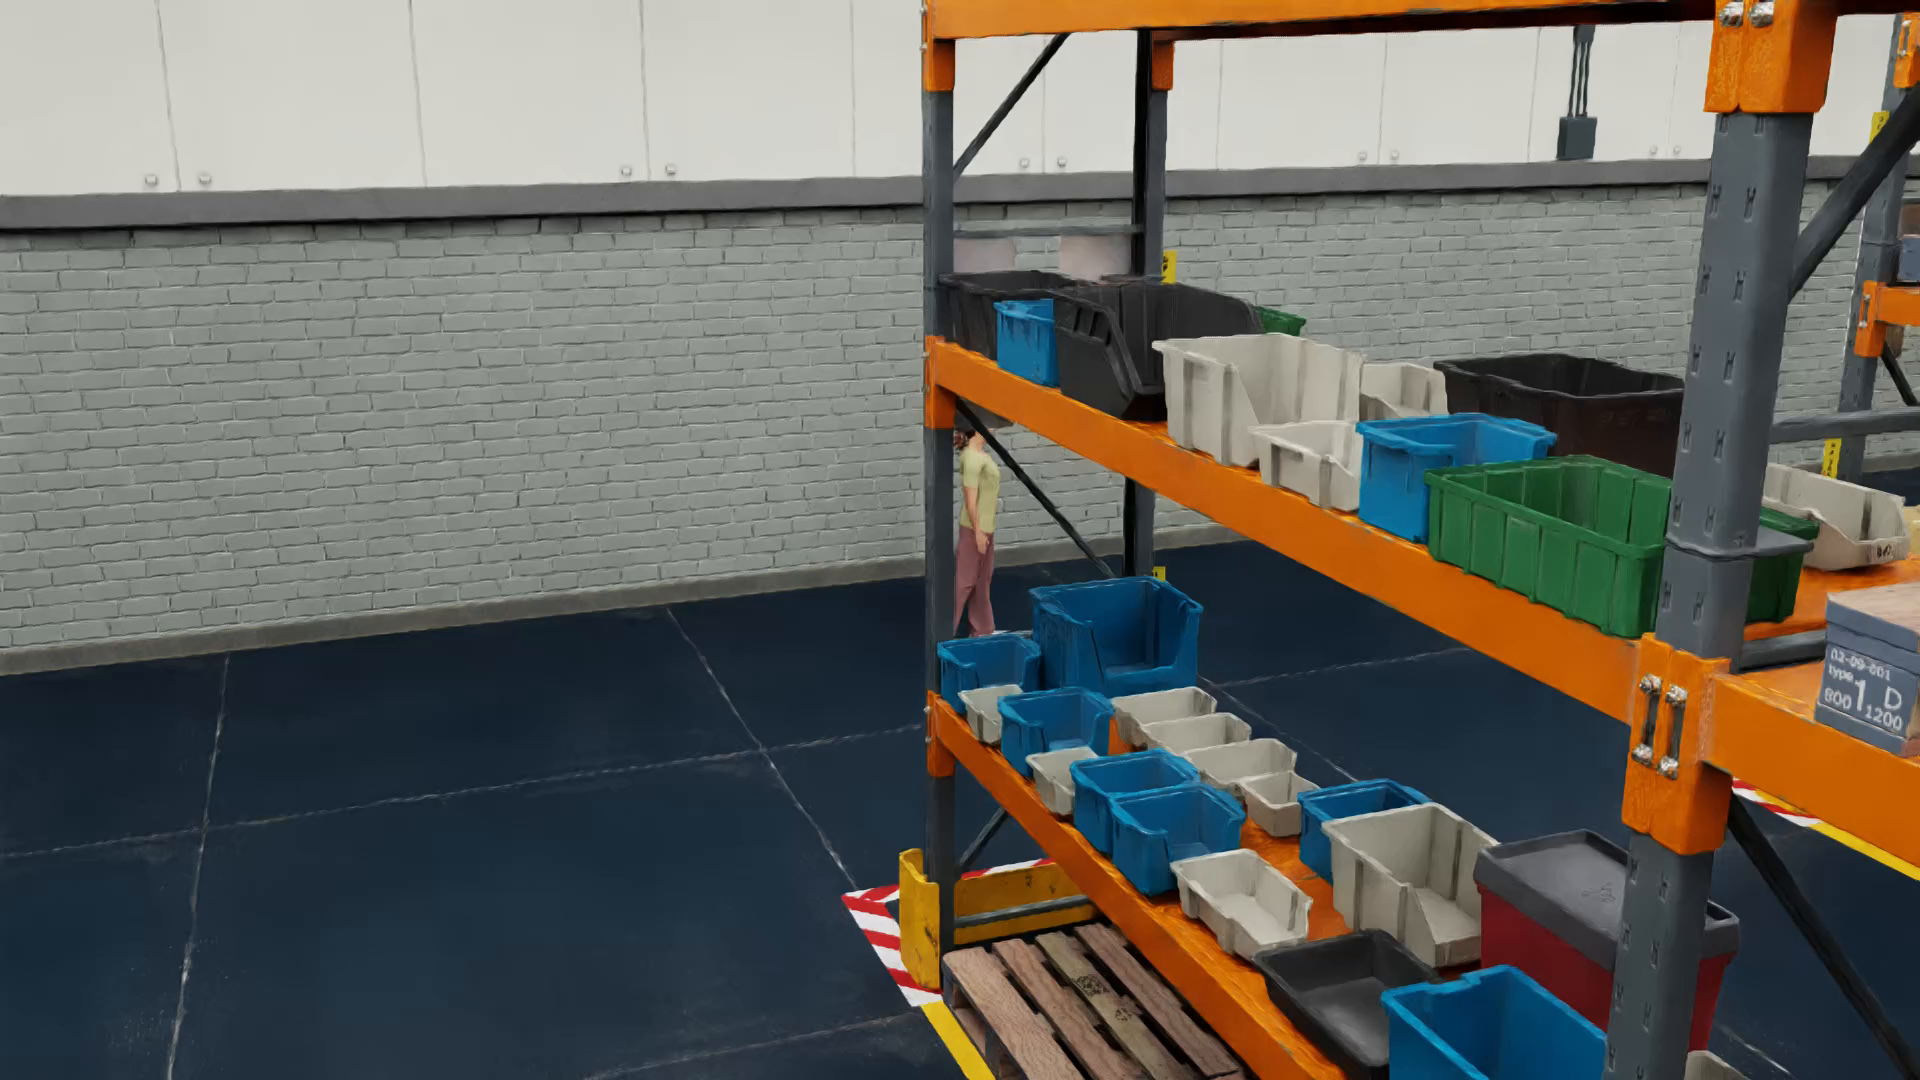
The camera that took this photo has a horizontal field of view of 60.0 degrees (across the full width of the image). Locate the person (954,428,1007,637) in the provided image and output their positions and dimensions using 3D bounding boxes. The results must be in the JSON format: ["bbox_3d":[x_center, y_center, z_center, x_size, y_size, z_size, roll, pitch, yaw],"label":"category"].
[{"bbox_3d":[0.075,-0.076,11.309,0.528,1.671,0.630,1,16,2],"label":"person"}]
